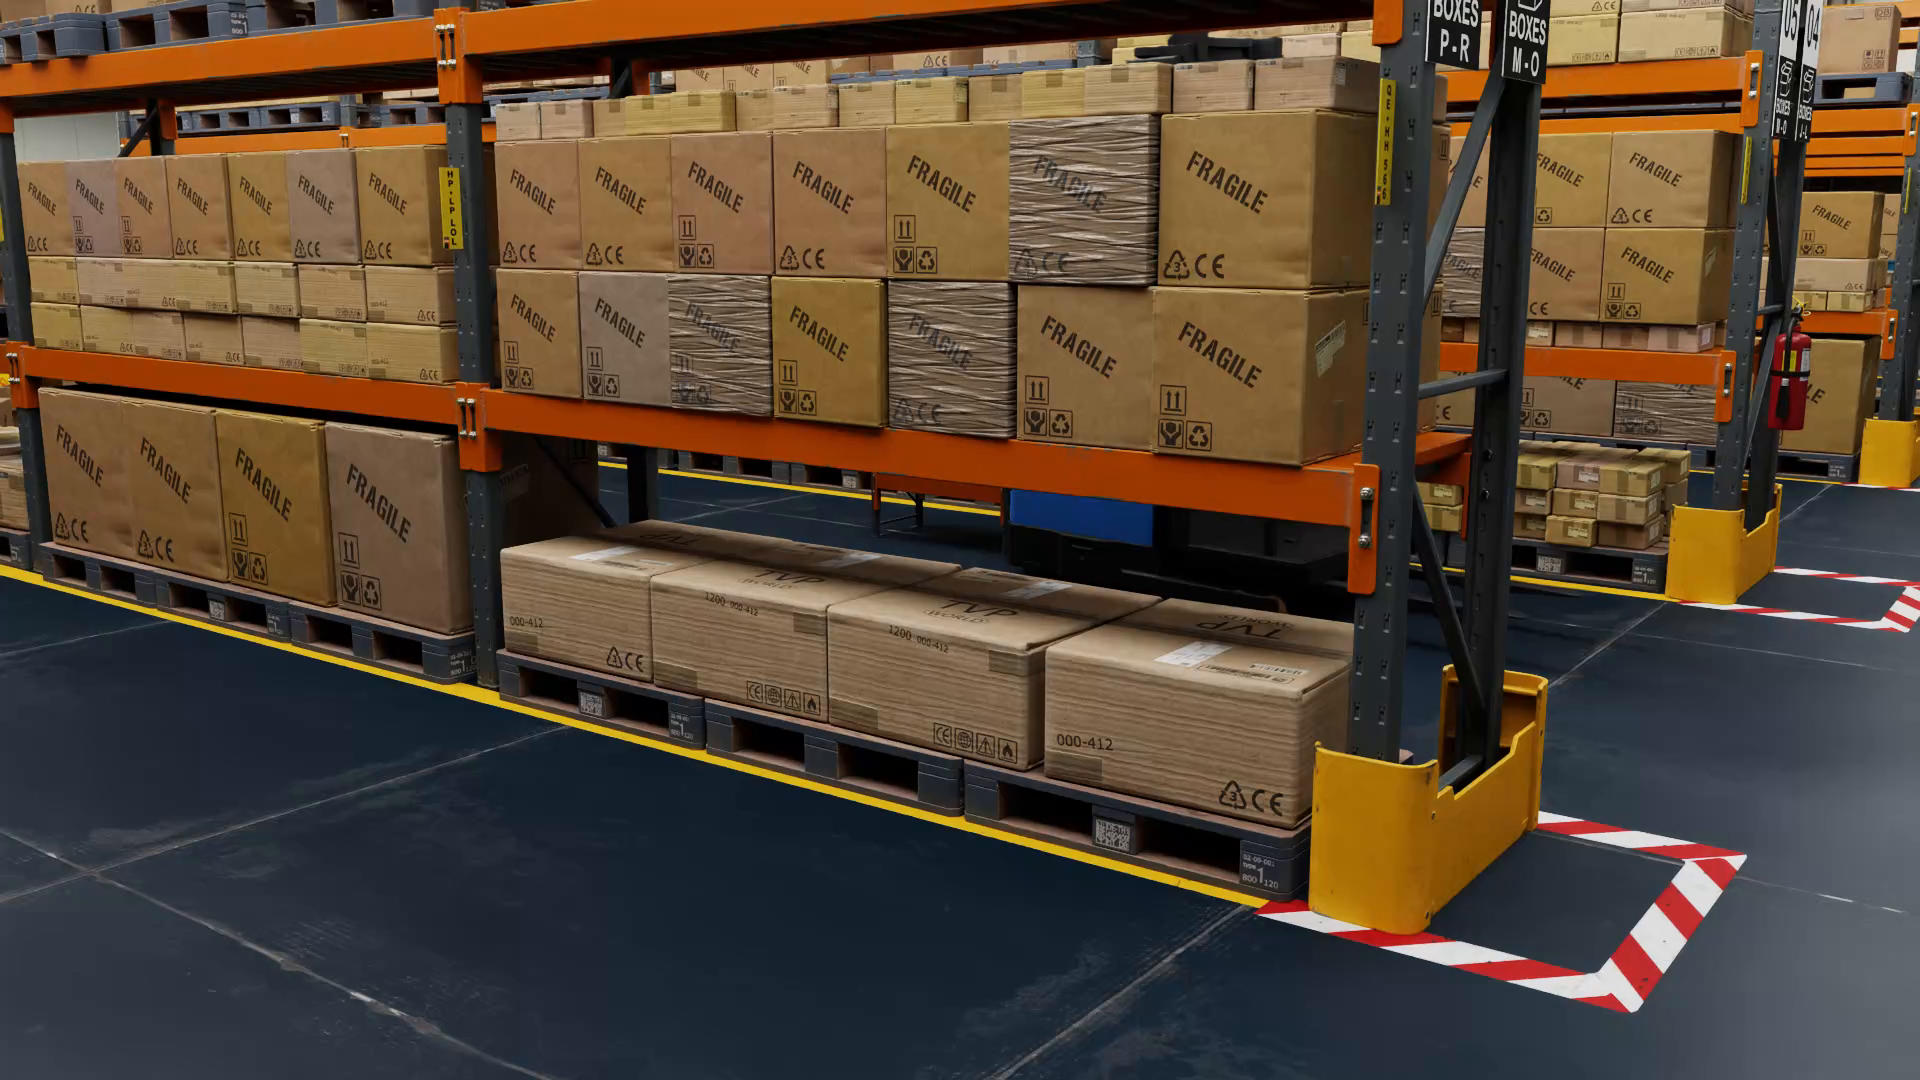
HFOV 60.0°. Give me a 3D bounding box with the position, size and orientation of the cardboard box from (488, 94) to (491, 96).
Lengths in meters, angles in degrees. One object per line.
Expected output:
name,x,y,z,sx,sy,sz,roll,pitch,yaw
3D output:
cardboard box,-4.230,-4.123,15.073,0.500,0.250,0.500,8,13,35

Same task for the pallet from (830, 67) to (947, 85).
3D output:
pallet,-0.180,-3.257,12.064,1.003,0.211,1.213,8,13,36

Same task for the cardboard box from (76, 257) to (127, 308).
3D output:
cardboard box,-4.302,-1.374,8.812,0.500,0.250,0.500,8,14,37

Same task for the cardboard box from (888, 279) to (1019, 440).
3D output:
cardboard box,0.107,-0.633,5.644,0.500,0.500,0.500,8,14,37

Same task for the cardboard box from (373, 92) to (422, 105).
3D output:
cardboard box,-5.448,-4.271,16.107,0.250,0.149,0.380,8,13,35

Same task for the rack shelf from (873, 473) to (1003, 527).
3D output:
rack shelf,0.005,-0.311,10.465,1.000,0.278,0.538,8,13,36

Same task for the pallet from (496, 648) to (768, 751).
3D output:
pallet,-1.189,0.561,7.073,1.213,0.211,1.003,8,13,36

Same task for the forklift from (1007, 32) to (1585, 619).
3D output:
forklift,1.682,-1.111,8.555,3.031,2.935,1.130,10,15,43

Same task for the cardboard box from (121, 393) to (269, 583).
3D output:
cardboard box,-3.756,-0.327,8.810,0.875,0.875,0.875,8,14,36

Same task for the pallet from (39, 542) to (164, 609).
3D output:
pallet,-4.389,0.114,9.384,1.213,0.211,1.003,8,13,36

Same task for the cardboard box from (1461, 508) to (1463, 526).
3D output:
cardboard box,3.133,-0.141,9.759,0.250,0.149,0.380,8,14,36

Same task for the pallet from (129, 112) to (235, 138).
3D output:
pallet,-7.975,-4.371,17.562,1.213,0.211,1.003,8,13,36

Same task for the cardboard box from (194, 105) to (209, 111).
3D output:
cardboard box,-7.476,-4.399,16.765,0.250,0.149,0.380,8,13,35

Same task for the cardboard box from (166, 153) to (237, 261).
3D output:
cardboard box,-3.509,-1.630,8.162,0.500,0.500,0.500,8,14,36

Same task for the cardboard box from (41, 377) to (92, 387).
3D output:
cardboard box,-7.175,-1.225,13.553,0.500,0.500,0.500,8,13,36

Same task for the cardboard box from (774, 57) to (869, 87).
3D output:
cardboard box,-1.015,-3.430,12.204,0.500,0.500,0.500,8,13,36

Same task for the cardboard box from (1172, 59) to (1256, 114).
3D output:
cardboard box,0.841,-1.349,5.000,0.250,0.149,0.380,8,14,37

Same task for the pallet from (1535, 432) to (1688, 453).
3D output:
pallet,5.664,-0.819,14.207,1.213,0.211,1.003,8,13,36

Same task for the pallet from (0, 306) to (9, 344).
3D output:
pallet,-5.618,-1.325,9.985,1.003,0.211,1.213,8,13,36

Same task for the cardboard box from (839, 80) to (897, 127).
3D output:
cardboard box,-0.201,-1.491,5.737,0.250,0.149,0.380,8,14,37

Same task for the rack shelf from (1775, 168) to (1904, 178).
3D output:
rack shelf,14.518,-5.592,25.534,4.000,0.370,1.077,8,13,36

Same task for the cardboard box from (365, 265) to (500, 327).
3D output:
cardboard box,-2.255,-1.089,7.343,0.500,0.250,0.500,8,13,35

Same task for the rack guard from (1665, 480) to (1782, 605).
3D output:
rack guard,4.255,-0.006,9.245,0.348,0.500,1.175,8,13,36

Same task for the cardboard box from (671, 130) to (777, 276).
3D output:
cardboard box,-0.706,-1.238,6.134,0.500,0.500,0.500,8,14,37

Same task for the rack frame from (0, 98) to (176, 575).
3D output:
rack frame,-4.980,-1.355,9.636,0.127,3.000,1.000,8,13,36

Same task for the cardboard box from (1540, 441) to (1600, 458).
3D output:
cardboard box,3.675,-0.495,10.024,0.250,0.149,0.380,8,13,35

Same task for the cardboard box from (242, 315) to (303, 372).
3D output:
cardboard box,-3.072,-0.961,7.993,0.500,0.250,0.500,8,13,34

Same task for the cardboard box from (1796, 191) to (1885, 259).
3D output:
cardboard box,6.786,-2.428,12.819,0.500,0.500,0.500,8,14,36

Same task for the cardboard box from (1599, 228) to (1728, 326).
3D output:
cardboard box,3.802,-1.431,8.983,0.500,0.500,0.500,8,14,37

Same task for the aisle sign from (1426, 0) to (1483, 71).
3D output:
aisle sign,1.342,-1.676,4.453,0.004,0.787,0.394,8,13,36

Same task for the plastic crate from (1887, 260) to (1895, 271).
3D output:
plastic crate,9.731,-2.830,17.546,0.300,0.233,0.416,8,13,36

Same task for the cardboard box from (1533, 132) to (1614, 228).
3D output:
cardboard box,3.392,-1.981,9.194,0.500,0.500,0.500,7,13,34

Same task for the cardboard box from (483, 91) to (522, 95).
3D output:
cardboard box,-3.973,-3.993,14.360,0.258,0.266,0.396,8,13,36

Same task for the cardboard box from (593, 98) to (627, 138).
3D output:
cardboard box,-1.208,-1.640,6.506,0.250,0.149,0.380,8,13,35

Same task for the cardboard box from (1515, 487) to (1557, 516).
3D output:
cardboard box,3.302,-0.251,9.547,0.250,0.149,0.380,7,13,33

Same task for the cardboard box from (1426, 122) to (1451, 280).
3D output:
cardboard box,1.250,-1.093,5.387,0.500,0.500,0.500,8,13,34

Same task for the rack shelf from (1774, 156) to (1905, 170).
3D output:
rack shelf,11.588,-4.833,21.612,4.000,0.370,1.077,8,13,36

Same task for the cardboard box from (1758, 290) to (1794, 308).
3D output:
cardboard box,6.439,-1.897,13.097,0.250,0.149,0.380,8,14,36

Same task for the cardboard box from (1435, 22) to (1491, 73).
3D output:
cardboard box,2.986,-2.749,9.337,0.500,0.250,0.500,9,14,38

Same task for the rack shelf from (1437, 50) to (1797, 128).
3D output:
rack shelf,2.704,-2.569,9.909,4.000,0.370,1.077,8,13,36

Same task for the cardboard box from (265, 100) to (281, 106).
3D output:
cardboard box,-6.457,-4.256,16.029,0.250,0.149,0.380,8,14,36

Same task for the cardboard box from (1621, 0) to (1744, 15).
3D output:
cardboard box,3.795,-2.882,8.711,0.500,0.250,0.500,7,13,34

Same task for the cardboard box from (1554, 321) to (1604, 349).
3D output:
cardboard box,3.497,-1.154,9.261,0.250,0.149,0.380,8,13,35

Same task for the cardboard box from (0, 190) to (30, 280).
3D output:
cardboard box,-5.511,-1.765,9.603,0.500,0.500,0.500,7,13,34

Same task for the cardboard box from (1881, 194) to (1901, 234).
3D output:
cardboard box,11.851,-4.151,21.194,0.500,0.500,0.500,8,14,37

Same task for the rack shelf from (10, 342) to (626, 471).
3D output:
rack shelf,-3.368,-0.777,8.543,4.000,0.370,1.077,8,13,36

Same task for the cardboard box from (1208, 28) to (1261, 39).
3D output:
cardboard box,1.737,-3.171,10.207,0.500,0.250,0.500,8,13,35

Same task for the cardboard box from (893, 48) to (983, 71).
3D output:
cardboard box,-0.075,-3.598,11.955,0.637,0.503,0.797,8,13,35

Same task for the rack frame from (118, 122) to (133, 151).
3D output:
rack frame,-8.580,-3.024,18.261,0.127,3.000,1.000,8,13,36

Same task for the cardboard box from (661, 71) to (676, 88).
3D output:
cardboard box,-2.306,-3.791,13.623,0.250,0.149,0.380,7,13,33

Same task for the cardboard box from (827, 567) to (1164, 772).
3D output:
cardboard box,0.134,0.436,6.021,0.875,0.438,0.875,8,14,37

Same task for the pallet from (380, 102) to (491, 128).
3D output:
pallet,-4.587,-3.857,15.176,1.217,0.209,0.805,7,13,33

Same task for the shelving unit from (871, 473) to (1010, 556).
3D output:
shelving unit,0.005,-0.552,10.419,1.048,1.125,0.538,8,13,36

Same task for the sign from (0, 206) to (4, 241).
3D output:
sign,-5.294,-1.800,9.099,0.005,0.325,0.100,8,13,36

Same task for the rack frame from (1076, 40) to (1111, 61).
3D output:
rack frame,1.092,-4.620,10.718,0.127,3.000,1.000,8,13,36

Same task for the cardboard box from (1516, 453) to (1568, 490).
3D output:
cardboard box,3.287,-0.391,9.486,0.250,0.149,0.380,8,13,34
